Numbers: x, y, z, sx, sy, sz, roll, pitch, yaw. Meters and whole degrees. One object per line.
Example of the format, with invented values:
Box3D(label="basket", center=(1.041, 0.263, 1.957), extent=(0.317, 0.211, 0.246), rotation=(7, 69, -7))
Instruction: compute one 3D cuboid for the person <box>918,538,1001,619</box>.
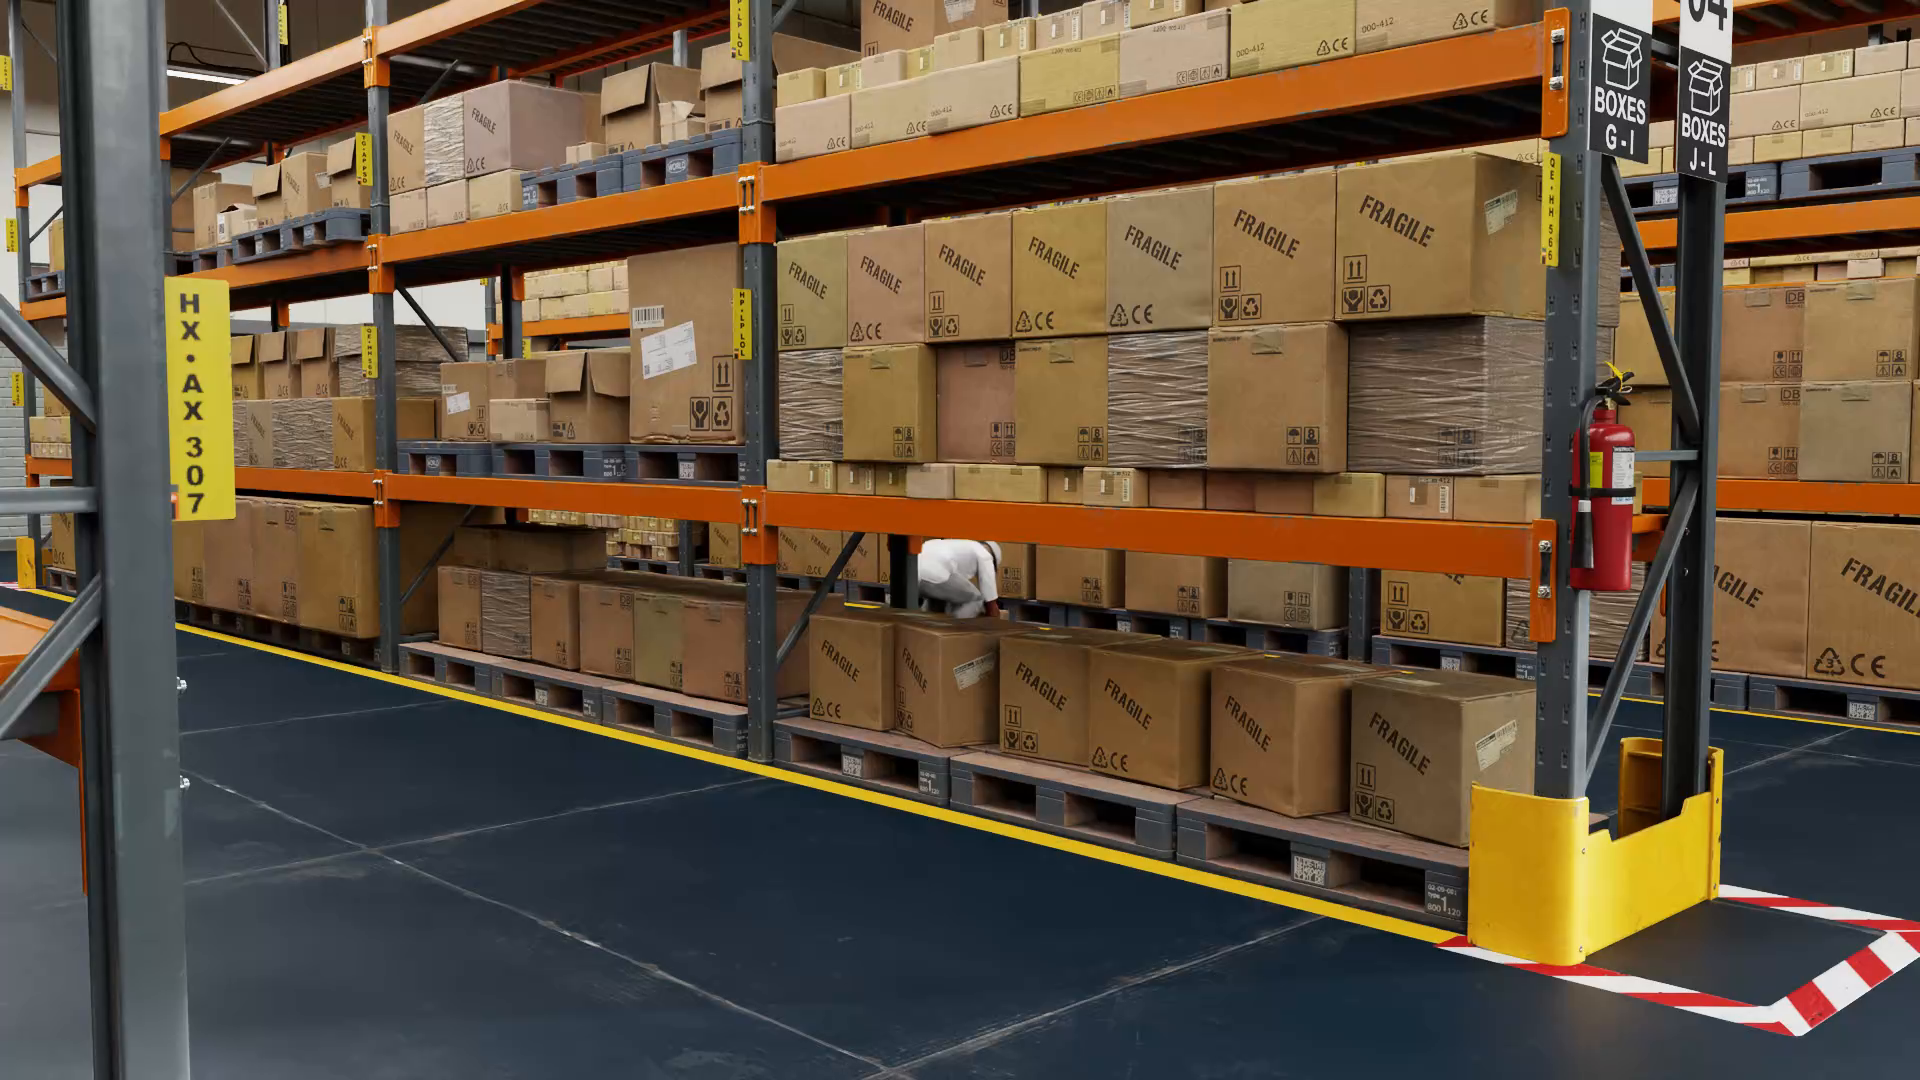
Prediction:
Box3D(label="person", center=(-0.050, 0.392, 12.042), extent=(0.519, 0.828, 0.977), rotation=(4, 5, 44))
